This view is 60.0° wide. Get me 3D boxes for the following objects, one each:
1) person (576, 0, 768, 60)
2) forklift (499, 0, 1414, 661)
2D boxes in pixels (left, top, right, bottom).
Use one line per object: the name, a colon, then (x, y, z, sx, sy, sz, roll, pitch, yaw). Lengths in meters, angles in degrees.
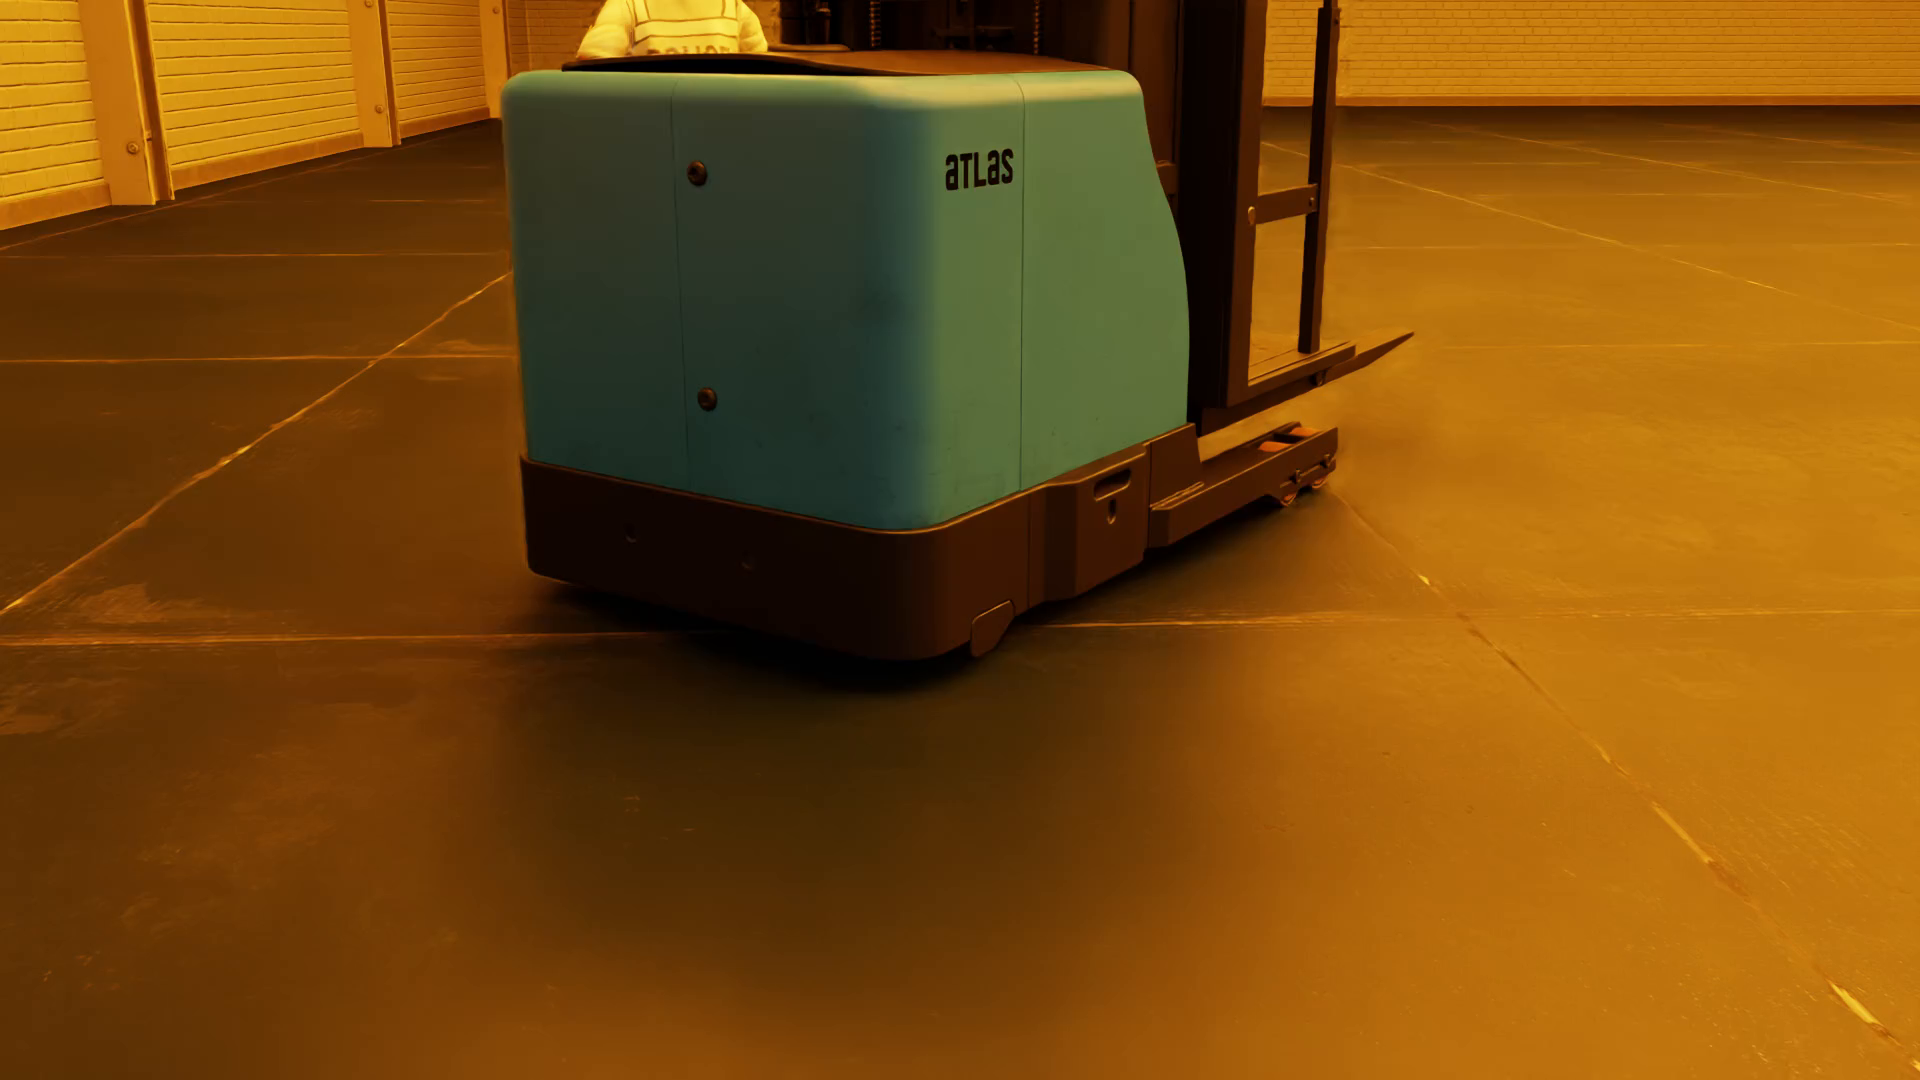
person: (-0.917, -1.280, 5.527, 0.832, 1.547, 0.650, -4, 17, -13)
forklift: (0.336, -1.556, 3.994, 1.130, 2.935, 3.031, 11, 20, 33)
